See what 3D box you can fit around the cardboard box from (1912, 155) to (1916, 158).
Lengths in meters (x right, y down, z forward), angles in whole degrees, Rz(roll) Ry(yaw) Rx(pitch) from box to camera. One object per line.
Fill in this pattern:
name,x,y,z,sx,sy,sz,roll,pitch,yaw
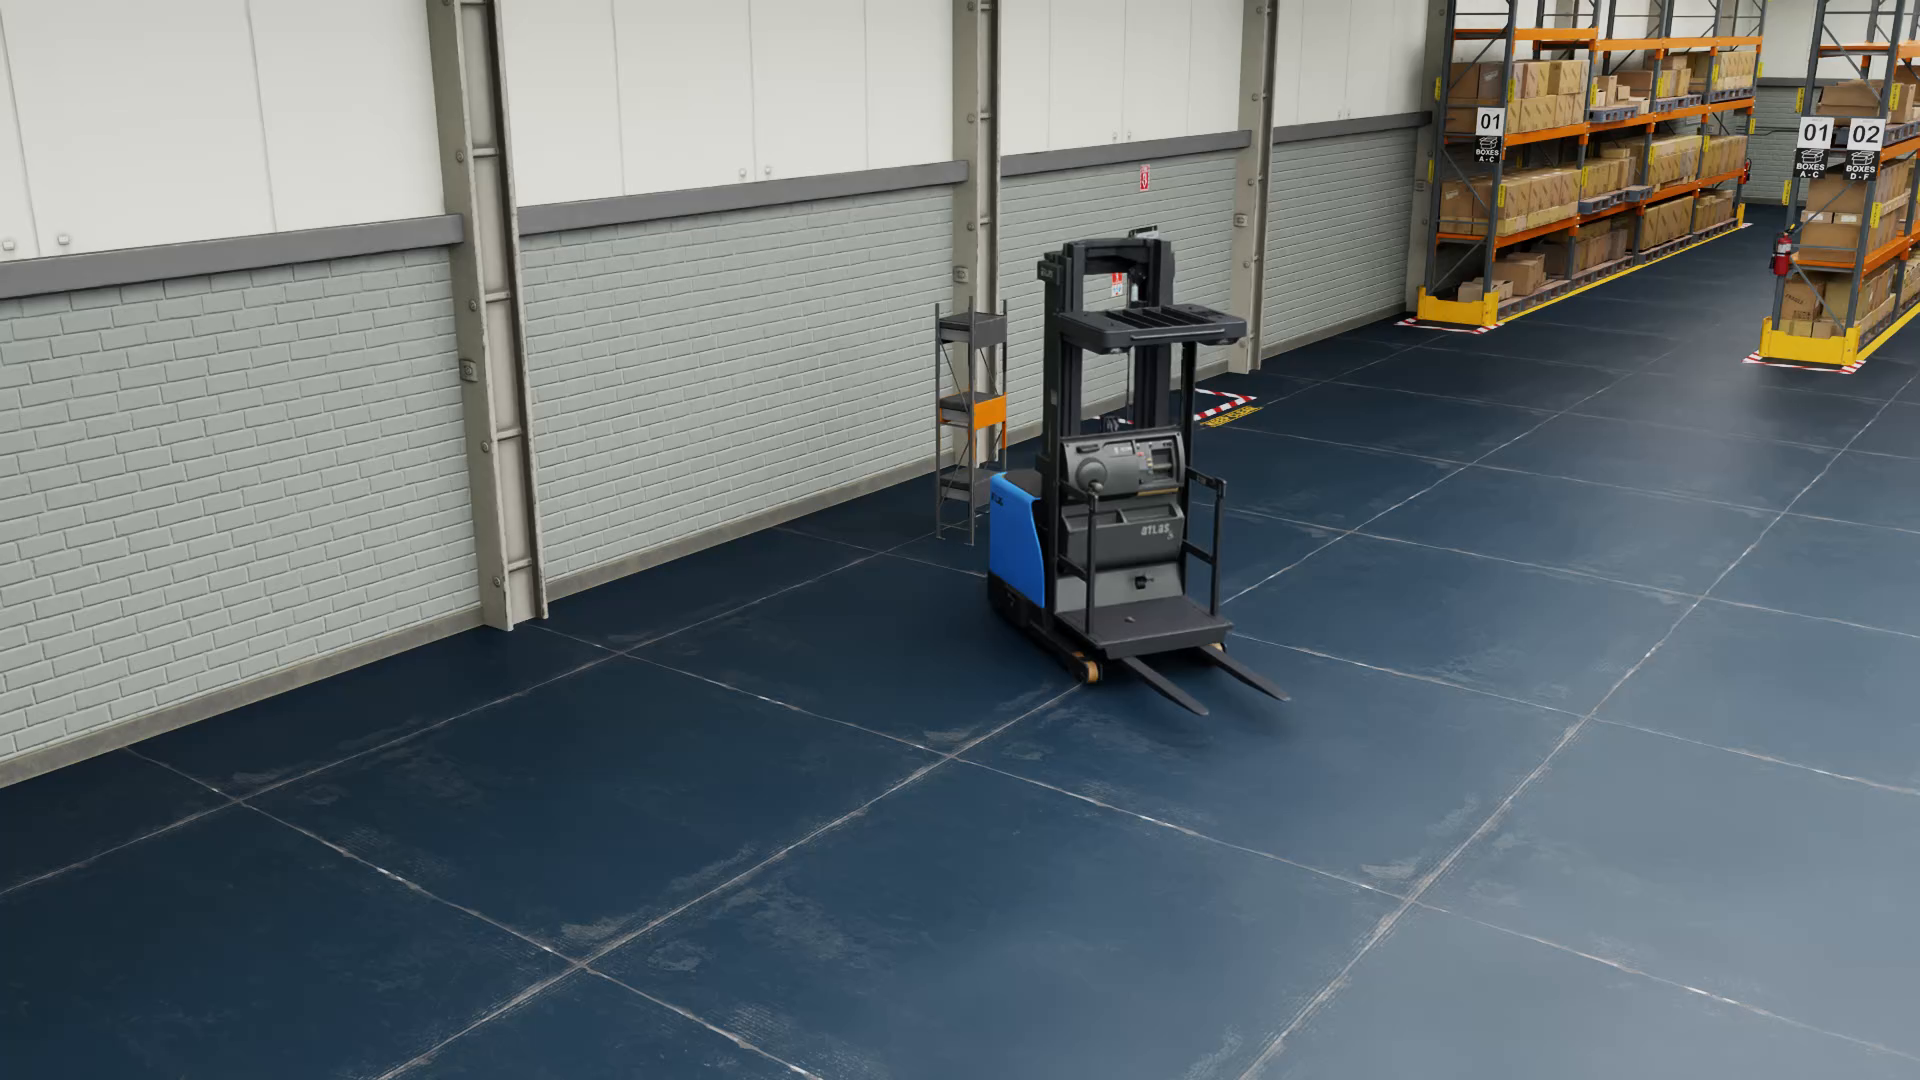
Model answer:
cardboard box,18.260,-6.945,31.172,0.700,0.500,0.500,5,18,16

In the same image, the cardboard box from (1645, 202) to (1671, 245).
cardboard box,13.428,-6.225,32.647,0.750,0.750,0.750,12,21,34

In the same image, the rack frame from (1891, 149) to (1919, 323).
rack frame,13.955,-4.864,25.349,1.000,3.000,0.127,12,21,35

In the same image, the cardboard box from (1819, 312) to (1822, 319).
cardboard box,11.942,-3.100,23.597,0.500,0.250,0.500,12,21,35

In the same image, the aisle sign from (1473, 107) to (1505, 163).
aisle sign,7.789,-5.957,24.486,0.394,0.787,0.004,12,21,35

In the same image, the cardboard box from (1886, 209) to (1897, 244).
cardboard box,13.386,-4.678,24.582,0.700,0.500,0.500,12,21,34

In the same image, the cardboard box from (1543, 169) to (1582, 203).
cardboard box,9.941,-5.867,27.535,0.500,0.500,0.500,12,21,35

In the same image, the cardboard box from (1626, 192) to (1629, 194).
cardboard box,12.740,-6.618,31.388,0.380,0.149,0.250,12,21,34

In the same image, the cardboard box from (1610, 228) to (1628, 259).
cardboard box,11.970,-5.527,30.957,0.700,0.500,0.500,13,21,35

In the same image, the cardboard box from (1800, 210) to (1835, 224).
cardboard box,11.646,-4.394,22.572,0.380,0.149,0.250,12,21,34

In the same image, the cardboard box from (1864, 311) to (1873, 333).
cardboard box,12.663,-3.126,23.680,0.500,0.250,0.500,12,21,35

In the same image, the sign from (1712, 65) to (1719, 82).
sign,15.182,-9.380,33.431,0.100,0.325,0.005,12,21,35

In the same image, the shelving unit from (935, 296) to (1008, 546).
shelving unit,0.099,-1.042,14.559,0.431,2.100,0.503,12,21,35

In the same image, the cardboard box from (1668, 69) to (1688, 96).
cardboard box,13.849,-9.000,32.700,0.700,0.500,0.500,12,21,34

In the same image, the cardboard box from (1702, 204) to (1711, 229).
cardboard box,15.571,-6.930,35.508,0.700,0.500,0.500,12,21,34

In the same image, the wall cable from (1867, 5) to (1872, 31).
wall cable,22.954,-13.197,38.786,3.097,2.526,0.112,12,21,35

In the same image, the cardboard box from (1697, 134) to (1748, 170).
cardboard box,16.828,-8.617,36.928,0.980,0.700,0.700,14,22,37

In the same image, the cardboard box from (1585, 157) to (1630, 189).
cardboard box,11.774,-6.698,30.343,0.700,0.500,0.500,10,20,30

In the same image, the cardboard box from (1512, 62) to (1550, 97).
cardboard box,8.651,-7.037,25.399,0.500,0.500,0.500,13,22,36

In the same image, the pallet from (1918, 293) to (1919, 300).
pallet,15.816,-4.296,28.221,1.003,0.211,1.213,12,21,35

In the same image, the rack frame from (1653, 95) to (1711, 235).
rack frame,14.741,-7.644,34.301,1.000,3.000,0.127,12,21,35

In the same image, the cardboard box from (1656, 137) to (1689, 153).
cardboard box,14.052,-7.803,32.846,0.500,0.250,0.500,13,21,36

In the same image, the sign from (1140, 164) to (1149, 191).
sign,2.150,-4.217,19.358,0.001,0.298,0.199,12,21,35

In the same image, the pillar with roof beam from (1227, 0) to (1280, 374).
pillar with roof beam,7.196,-5.781,18.185,9.100,9.000,0.400,12,21,35

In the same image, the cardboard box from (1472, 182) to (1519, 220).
cardboard box,8.117,-5.143,25.200,0.500,0.500,0.500,12,21,35

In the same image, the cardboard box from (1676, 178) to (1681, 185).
cardboard box,14.136,-7.165,33.149,0.380,0.149,0.250,12,21,35

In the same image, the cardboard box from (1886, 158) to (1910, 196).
cardboard box,13.695,-5.425,24.798,0.700,0.500,0.500,13,21,35

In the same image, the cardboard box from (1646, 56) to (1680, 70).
cardboard box,13.794,-9.372,32.633,0.500,0.250,0.500,12,21,33

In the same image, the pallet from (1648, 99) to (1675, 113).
pallet,12.699,-8.196,31.340,1.213,0.211,1.003,14,22,37

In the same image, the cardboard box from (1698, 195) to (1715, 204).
cardboard box,15.930,-7.294,35.588,0.380,0.149,0.250,12,21,33

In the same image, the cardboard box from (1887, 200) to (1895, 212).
cardboard box,13.207,-4.817,23.935,0.380,0.149,0.250,13,22,36

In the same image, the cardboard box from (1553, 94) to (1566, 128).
cardboard box,9.261,-6.808,26.347,0.500,0.500,0.500,11,21,33

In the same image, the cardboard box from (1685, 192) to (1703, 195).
cardboard box,15.947,-7.492,36.224,0.380,0.149,0.250,13,21,35

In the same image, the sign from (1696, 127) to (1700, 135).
sign,16.682,-9.147,37.549,0.100,0.325,0.005,12,21,35

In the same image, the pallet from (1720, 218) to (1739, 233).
pallet,16.711,-7.061,37.125,1.003,0.211,1.213,12,21,35

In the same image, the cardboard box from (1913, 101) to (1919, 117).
cardboard box,14.330,-6.571,25.332,0.500,0.250,0.500,15,23,40

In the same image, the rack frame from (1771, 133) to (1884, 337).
rack frame,11.571,-3.911,22.281,1.000,3.000,0.127,12,21,35

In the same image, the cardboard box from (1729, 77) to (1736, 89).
cardboard box,15.979,-9.614,34.962,0.500,0.250,0.500,12,21,33

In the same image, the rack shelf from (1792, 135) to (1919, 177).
rack shelf,12.763,-5.477,23.477,1.077,0.370,4.000,12,21,35

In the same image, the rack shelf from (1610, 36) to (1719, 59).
rack shelf,13.549,-9.498,32.043,1.077,0.370,4.000,12,21,35

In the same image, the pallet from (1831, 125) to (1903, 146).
pallet,12.013,-5.466,22.377,1.003,0.211,1.213,12,21,35

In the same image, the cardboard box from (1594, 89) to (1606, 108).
cardboard box,10.731,-7.592,28.517,0.500,0.311,0.500,13,22,36

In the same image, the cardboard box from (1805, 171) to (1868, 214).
cardboard box,11.891,-4.700,22.465,0.700,0.500,0.500,13,21,35

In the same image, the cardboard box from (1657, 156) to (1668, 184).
cardboard box,13.172,-7.084,31.794,0.500,0.500,0.500,13,22,36

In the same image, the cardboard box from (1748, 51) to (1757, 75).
cardboard box,16.907,-10.341,36.041,0.500,0.500,0.500,12,21,35

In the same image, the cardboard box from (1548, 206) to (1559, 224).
cardboard box,9.345,-5.270,26.877,0.500,0.250,0.500,12,21,34

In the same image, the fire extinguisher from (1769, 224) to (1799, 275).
fire extinguisher,11.128,-3.928,22.466,0.296,0.674,0.183,12,21,35

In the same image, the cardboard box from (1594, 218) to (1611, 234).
cardboard box,11.580,-5.760,30.444,0.500,0.250,0.500,13,21,36

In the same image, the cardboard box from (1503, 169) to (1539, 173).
cardboard box,9.215,-5.837,27.437,0.500,0.500,0.500,12,21,34

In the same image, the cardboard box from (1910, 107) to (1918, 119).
cardboard box,13.456,-6.108,23.778,0.380,0.149,0.250,12,21,35

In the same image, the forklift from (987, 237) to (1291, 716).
forklift,1.246,-0.540,11.540,1.130,2.935,3.031,-7,19,-21

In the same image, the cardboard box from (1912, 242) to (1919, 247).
cardboard box,16.839,-4.891,28.909,0.500,0.500,0.500,14,22,37

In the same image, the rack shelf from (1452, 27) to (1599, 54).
rack shelf,8.783,-7.782,25.849,1.077,0.370,4.000,12,21,35

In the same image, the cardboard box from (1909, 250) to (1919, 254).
cardboard box,15.919,-4.679,27.735,0.500,0.311,0.500,12,21,34

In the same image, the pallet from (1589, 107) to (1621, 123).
pallet,10.428,-7.210,28.161,1.213,0.211,1.003,12,21,35

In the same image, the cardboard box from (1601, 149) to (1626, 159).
cardboard box,11.996,-7.092,30.520,0.380,0.149,0.250,9,19,26

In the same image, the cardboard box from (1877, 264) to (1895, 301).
cardboard box,13.547,-3.844,24.727,0.500,0.500,0.500,12,21,35

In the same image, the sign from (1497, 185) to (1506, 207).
sign,8.027,-5.103,24.660,0.100,0.325,0.005,12,21,35

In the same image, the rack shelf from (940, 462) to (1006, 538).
rack shelf,0.099,-0.361,14.771,0.431,0.518,0.480,12,21,35
